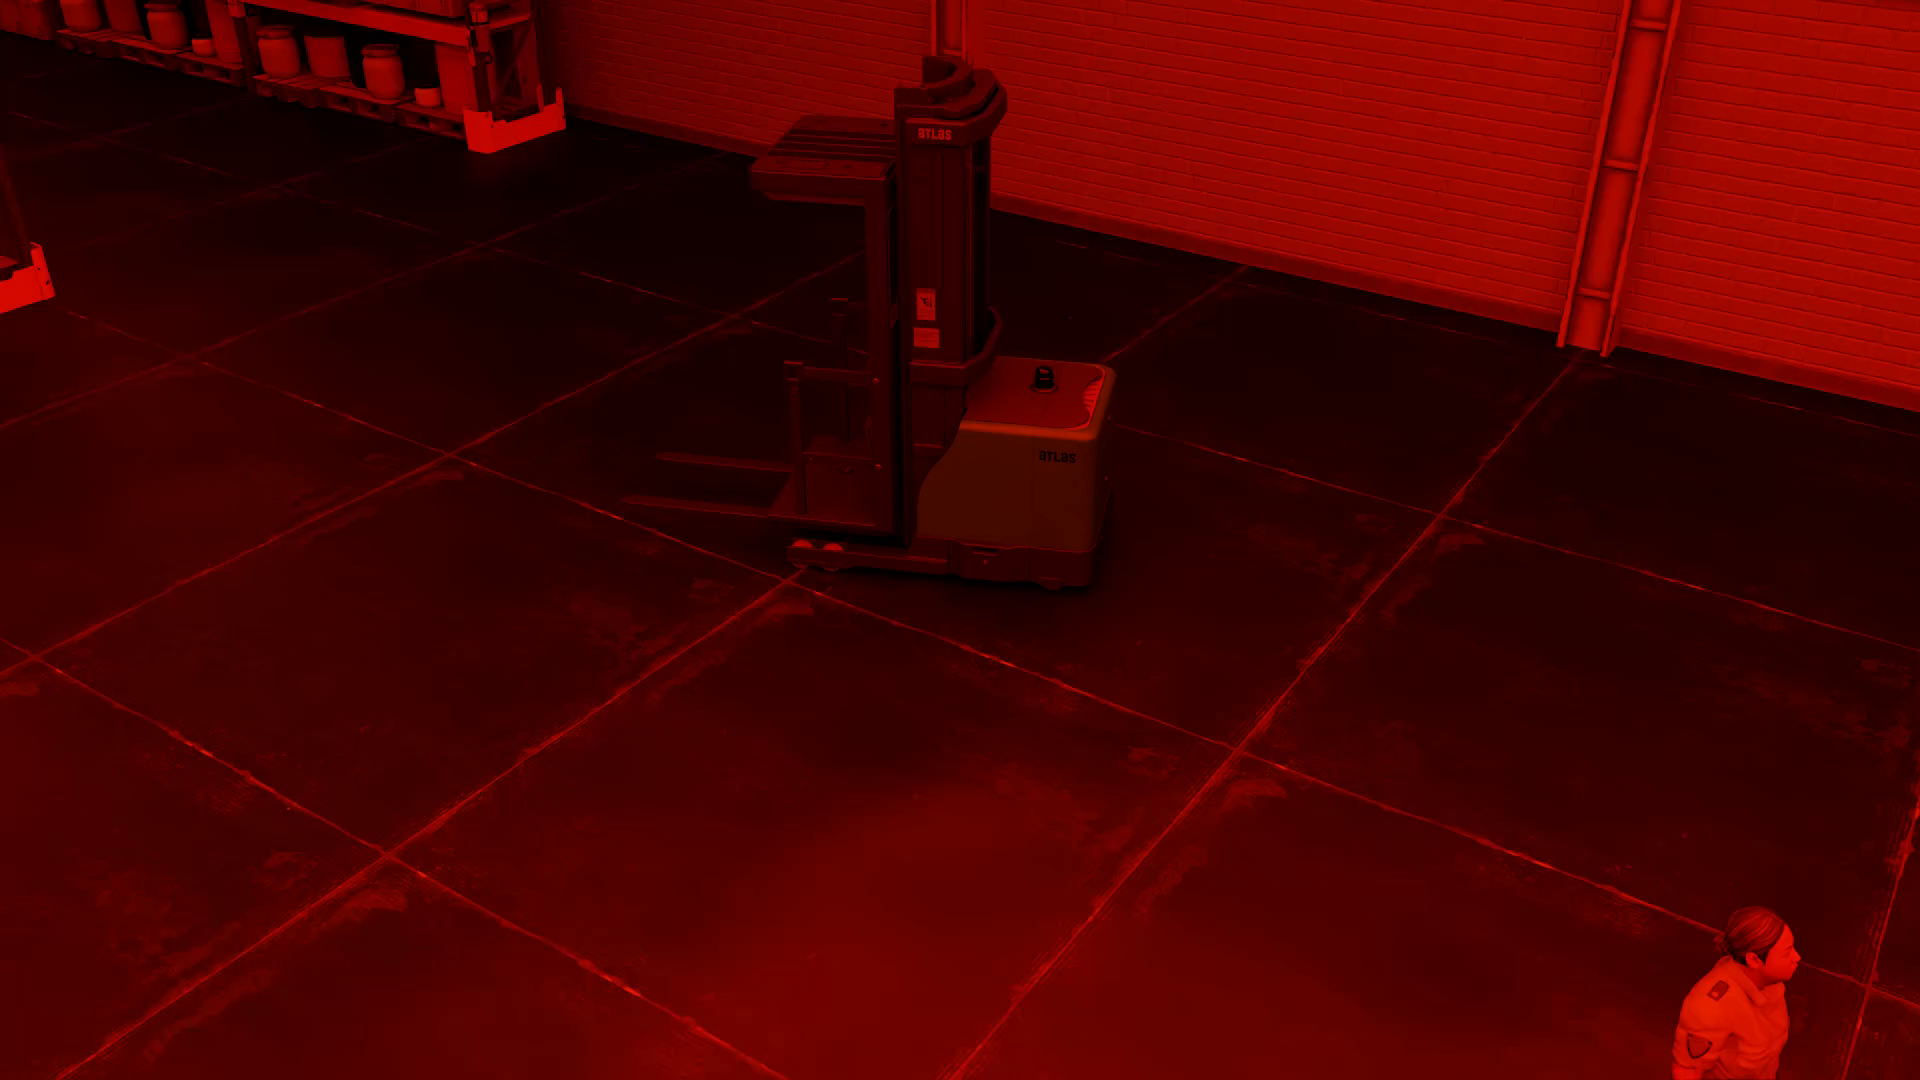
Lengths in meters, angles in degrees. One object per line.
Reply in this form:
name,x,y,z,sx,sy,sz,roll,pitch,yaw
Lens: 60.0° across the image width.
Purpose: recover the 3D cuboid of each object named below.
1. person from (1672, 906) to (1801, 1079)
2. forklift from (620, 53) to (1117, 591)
person,2.579,1.946,5.494,0.502,1.650,0.596,26,39,37
forklift,-0.596,-1.330,9.871,3.031,2.935,1.130,6,31,10
